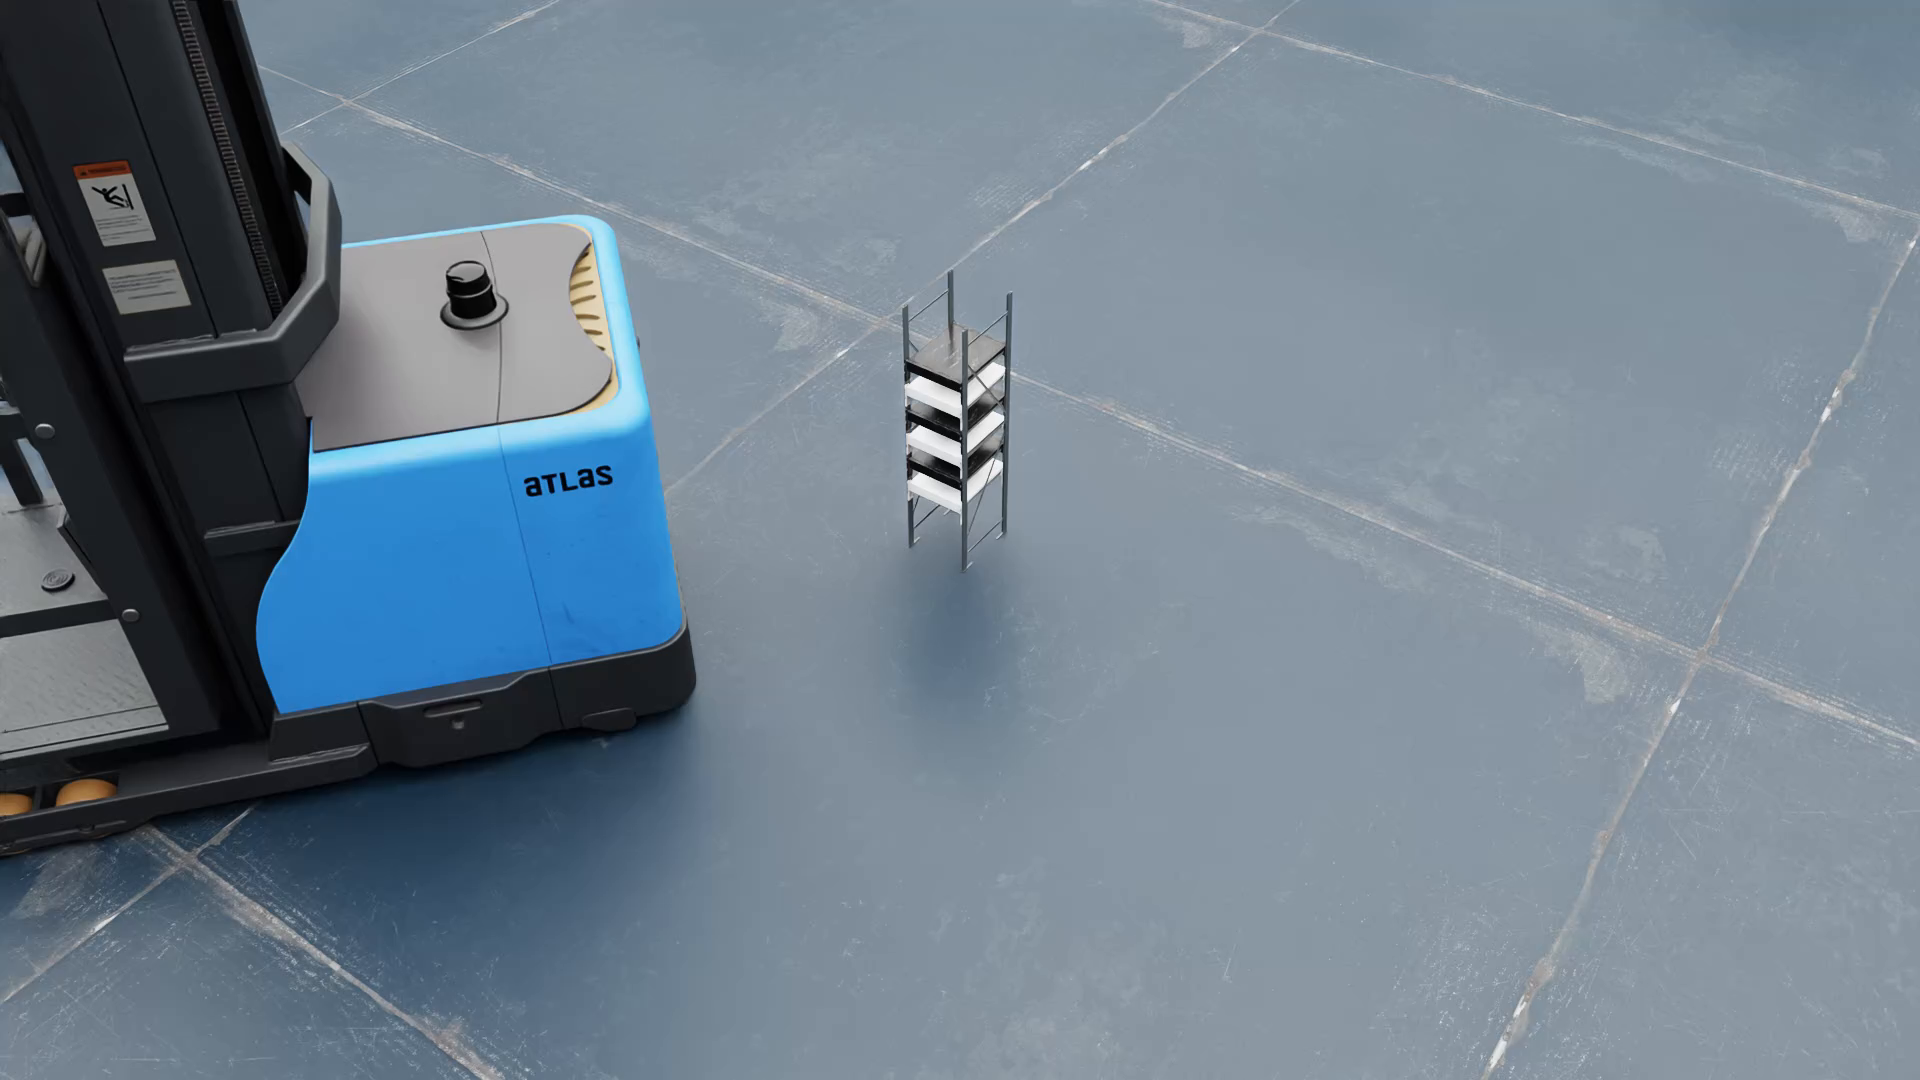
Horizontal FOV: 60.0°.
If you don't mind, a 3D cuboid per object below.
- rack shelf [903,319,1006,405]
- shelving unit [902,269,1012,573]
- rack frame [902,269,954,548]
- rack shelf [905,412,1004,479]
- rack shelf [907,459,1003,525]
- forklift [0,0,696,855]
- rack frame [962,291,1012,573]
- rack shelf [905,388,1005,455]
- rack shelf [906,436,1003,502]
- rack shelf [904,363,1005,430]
[{"bbox_3d":[-0.007,-0.515,4.796,0.200,0.077,0.258,25,48,25],"label":"rack shelf"},{"bbox_3d":[-0.007,-0.338,4.953,0.210,0.900,0.258,25,48,25],"label":"shelving unit"},{"bbox_3d":[-0.090,-0.377,4.997,0.006,0.900,0.240,25,48,25],"label":"rack frame"},{"bbox_3d":[-0.007,-0.314,4.976,0.200,0.077,0.258,25,48,25],"label":"rack shelf"},{"bbox_3d":[-0.007,-0.179,5.096,0.200,0.077,0.258,25,48,25],"label":"rack shelf"},{"bbox_3d":[-2.318,-0.665,3.795,3.031,2.935,1.130,-10,43,-11],"label":"forklift"},{"bbox_3d":[0.077,-0.300,4.910,0.006,0.900,0.240,25,48,25],"label":"rack frame"},{"bbox_3d":[-0.007,-0.381,4.916,0.200,0.077,0.258,25,48,25],"label":"rack shelf"},{"bbox_3d":[-0.007,-0.247,5.036,0.200,0.077,0.258,25,48,25],"label":"rack shelf"},{"bbox_3d":[-0.007,-0.448,4.856,0.200,0.077,0.258,25,48,25],"label":"rack shelf"}]
